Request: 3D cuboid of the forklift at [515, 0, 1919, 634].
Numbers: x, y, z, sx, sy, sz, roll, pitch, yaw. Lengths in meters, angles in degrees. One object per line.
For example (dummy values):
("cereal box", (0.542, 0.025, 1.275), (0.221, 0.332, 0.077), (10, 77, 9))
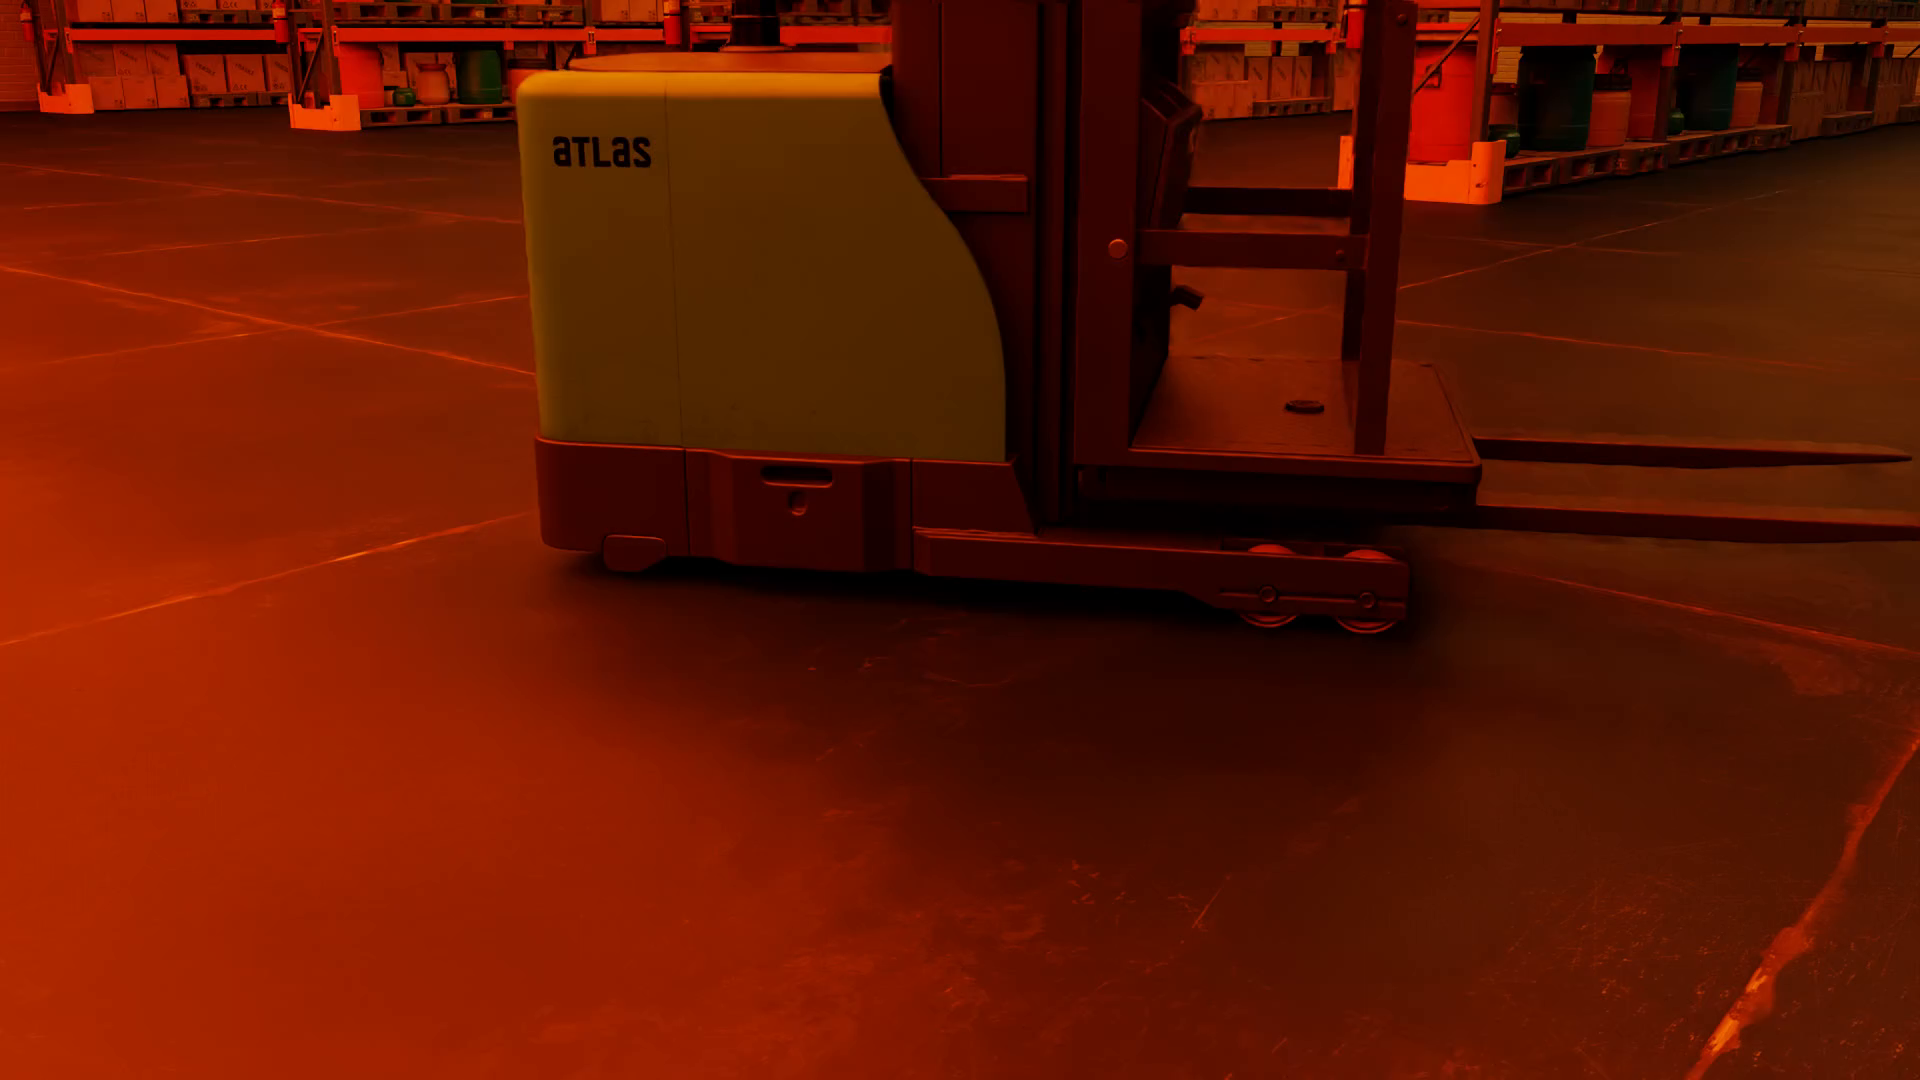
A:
("forklift", (0.635, -1.382, 3.449), (3.031, 2.935, 1.130), (3, 17, 11))
